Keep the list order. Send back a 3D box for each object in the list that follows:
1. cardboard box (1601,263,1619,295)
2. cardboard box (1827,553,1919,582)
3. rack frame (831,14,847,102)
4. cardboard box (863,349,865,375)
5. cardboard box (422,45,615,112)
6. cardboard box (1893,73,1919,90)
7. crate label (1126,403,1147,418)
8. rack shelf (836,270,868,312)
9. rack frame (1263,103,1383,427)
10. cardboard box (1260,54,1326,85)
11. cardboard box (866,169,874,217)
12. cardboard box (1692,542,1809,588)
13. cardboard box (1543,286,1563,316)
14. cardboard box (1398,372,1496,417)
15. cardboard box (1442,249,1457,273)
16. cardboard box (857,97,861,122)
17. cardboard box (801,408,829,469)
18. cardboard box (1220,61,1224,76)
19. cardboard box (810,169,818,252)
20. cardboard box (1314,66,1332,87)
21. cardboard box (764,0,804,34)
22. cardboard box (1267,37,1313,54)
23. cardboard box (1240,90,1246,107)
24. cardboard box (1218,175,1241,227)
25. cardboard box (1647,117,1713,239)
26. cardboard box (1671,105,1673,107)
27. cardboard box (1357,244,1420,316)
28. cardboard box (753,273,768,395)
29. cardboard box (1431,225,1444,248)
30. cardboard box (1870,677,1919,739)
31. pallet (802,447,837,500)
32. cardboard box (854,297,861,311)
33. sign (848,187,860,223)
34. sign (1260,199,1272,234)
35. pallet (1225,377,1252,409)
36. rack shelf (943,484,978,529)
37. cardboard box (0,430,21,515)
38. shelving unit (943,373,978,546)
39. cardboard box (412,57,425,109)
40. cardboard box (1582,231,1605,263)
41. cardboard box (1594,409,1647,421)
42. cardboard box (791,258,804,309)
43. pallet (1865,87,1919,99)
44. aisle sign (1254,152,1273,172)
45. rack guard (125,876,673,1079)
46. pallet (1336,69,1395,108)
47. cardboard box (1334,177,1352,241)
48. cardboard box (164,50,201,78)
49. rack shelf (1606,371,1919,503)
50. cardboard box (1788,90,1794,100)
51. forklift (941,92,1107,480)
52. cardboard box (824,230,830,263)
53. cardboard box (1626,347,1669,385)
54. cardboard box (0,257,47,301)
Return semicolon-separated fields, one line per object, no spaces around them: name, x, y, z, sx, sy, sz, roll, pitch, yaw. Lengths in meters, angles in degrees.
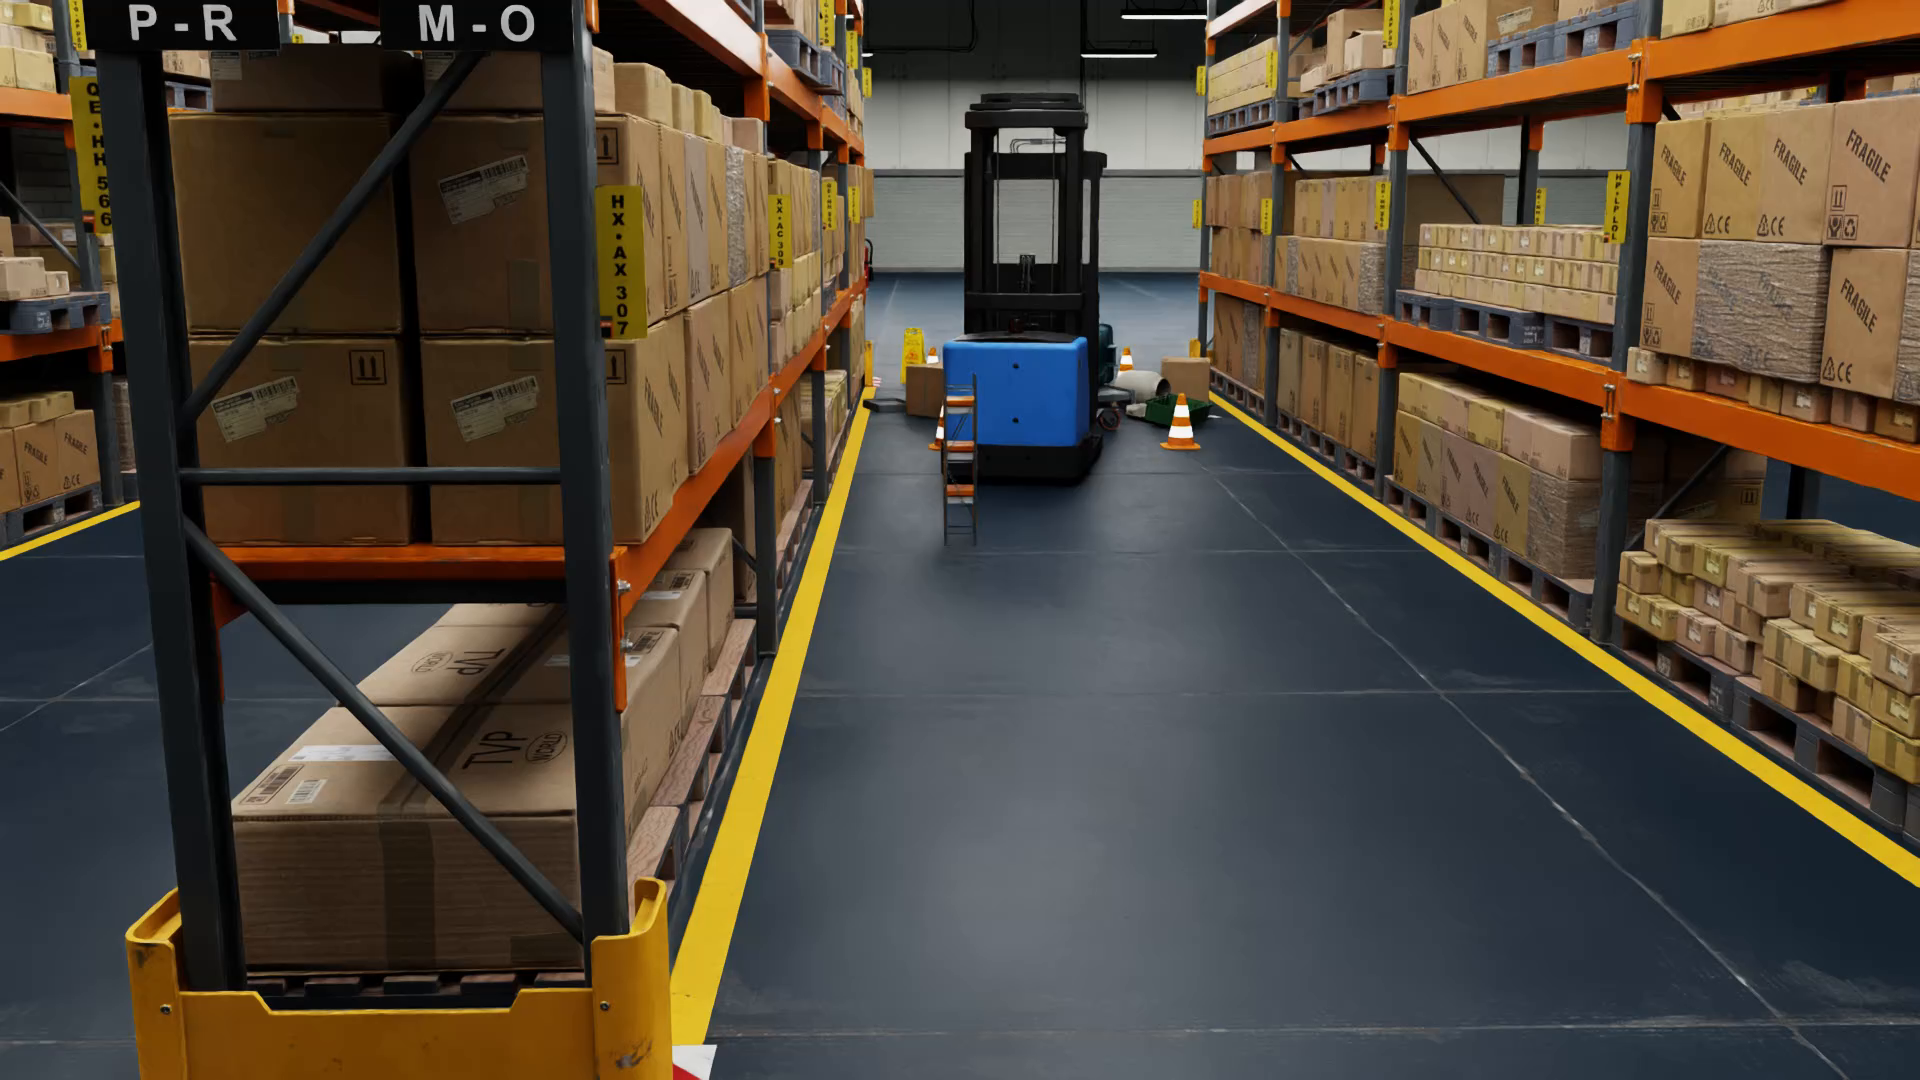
cardboard box;3.374;-1.276;8.130;0.380;0.149;0.250;0;11;1
cardboard box;3.832;0.153;6.881;0.380;0.149;0.250;0;11;1
rack frame;-1.532;-5.459;14.833;1.000;3.000;0.127;0;11;-1
cardboard box;-1.329;-2.008;18.771;0.500;0.250;0.500;0;11;-1
cardboard box;-1.015;-1.062;3.852;0.380;0.149;0.250;0;11;0
cardboard box;8.306;-4.005;13.895;0.797;0.503;0.637;0;11;1
crate label;1.799;-1.283;16.536;0.298;0.136;0.250;-10;15;-40
rack shelf;-1.574;-2.564;17.461;1.077;0.370;4.000;0;11;-1
rack frame;3.414;-2.559;15.629;1.000;3.000;0.127;0;11;-1
cardboard box;3.148;-4.453;15.742;0.500;0.250;0.500;0;11;-2
cardboard box;-1.270;-3.696;17.720;0.700;0.500;0.500;0;11;-2
cardboard box;3.381;0.105;7.113;0.380;0.149;0.250;0;11;-2
cardboard box;3.360;-1.281;8.903;0.380;0.149;0.250;-1;11;-4
cardboard box;3.269;-0.974;11.161;0.500;0.250;0.500;-1;11;-4
cardboard box;3.323;-1.789;10.659;0.380;0.149;0.250;-1;11;-3
cardboard box;-1.310;-4.552;17.539;0.500;0.250;0.500;0;11;0
cardboard box;-1.452;-0.754;12.284;0.950;0.372;0.625;-1;12;-5
cardboard box;3.035;-5.128;18.067;0.380;0.149;0.250;0;11;-1
cardboard box;-1.159;-2.059;10.397;0.500;0.500;0.500;0;11;0
cardboard box;3.183;-3.881;13.926;0.380;0.149;0.250;0;11;-1
cardboard box;-1.055;-2.903;9.062;0.396;0.266;0.258;1;11;4
cardboard box;3.088;-4.623;15.577;0.380;0.149;0.250;0;11;-2
cardboard box;3.059;-4.485;16.903;0.380;0.149;0.250;0;11;-2
cardboard box;3.280;-3.662;17.973;0.875;0.550;0.550;0;11;-1
cardboard box;3.345;-1.563;7.204;0.500;0.500;0.500;0;11;0
cardboard box;8.104;-4.789;18.451;0.380;0.149;0.250;0;11;-2
cardboard box;3.219;-1.901;12.136;0.500;0.500;0.500;0;11;-1
cardboard box;-1.102;-0.886;7.132;0.500;0.500;0.500;0;11;-1
cardboard box;3.321;-1.992;10.914;0.380;0.149;0.250;-1;11;-3
cardboard box;3.330;0.562;5.611;0.380;0.149;0.250;0;11;0
pallet;-1.465;-0.512;12.553;1.003;0.211;1.213;0;11;-1
cardboard box;-1.257;-2.524;17.799;0.380;0.149;0.250;0;11;1
sign;-0.978;-3.089;15.329;0.100;0.325;0.005;0;11;-1
sign;2.860;-3.020;15.522;0.100;0.325;0.005;0;11;-1
pallet;3.449;-1.587;17.851;1.003;0.211;1.213;0;11;-1
rack shelf;0.001;-0.221;10.460;0.215;0.259;0.240;0;11;-1
cardboard box;-6.175;-0.396;10.200;0.500;0.500;0.500;0;11;1
shelving unit;0.001;-0.504;10.402;0.215;1.050;0.252;0;11;-1
cardboard box;-1.521;-1.111;4.094;0.380;0.149;0.250;0;11;0
cardboard box;3.370;-1.476;8.367;0.380;0.149;0.250;-1;11;-3
cardboard box;3.815;-0.571;9.174;0.500;0.250;0.500;0;11;0
cardboard box;-1.117;-1.393;8.999;0.500;0.250;0.500;0;11;0
pallet;8.306;-3.608;13.728;1.213;0.211;1.003;0;11;-1
aisle sign;3.630;-4.644;19.365;0.394;0.787;0.004;0;11;-1
rack guard;-1.284;1.097;3.897;1.175;0.500;0.348;0;11;-1
pallet;3.431;-3.269;12.060;1.213;0.211;1.003;0;11;1
cardboard box;3.462;-2.696;13.539;0.700;0.500;0.500;0;11;-2
cardboard box;-6.205;-3.824;12.758;0.500;0.500;0.500;0;11;0
rack shelf;3.621;-0.219;5.902;1.077;0.370;4.000;0;11;-1
cardboard box;8.166;-4.268;15.884;0.380;0.149;0.250;0;11;-1
forklift;0.619;-2.141;13.740;1.130;2.935;3.031;2;12;10
cardboard box;-1.246;-2.318;12.385;0.500;0.500;0.500;0;11;2
cardboard box;3.258;-0.788;7.531;0.380;0.149;0.250;0;11;1
cardboard box;-6.067;-1.626;10.352;0.500;0.250;0.500;-1;11;-4
